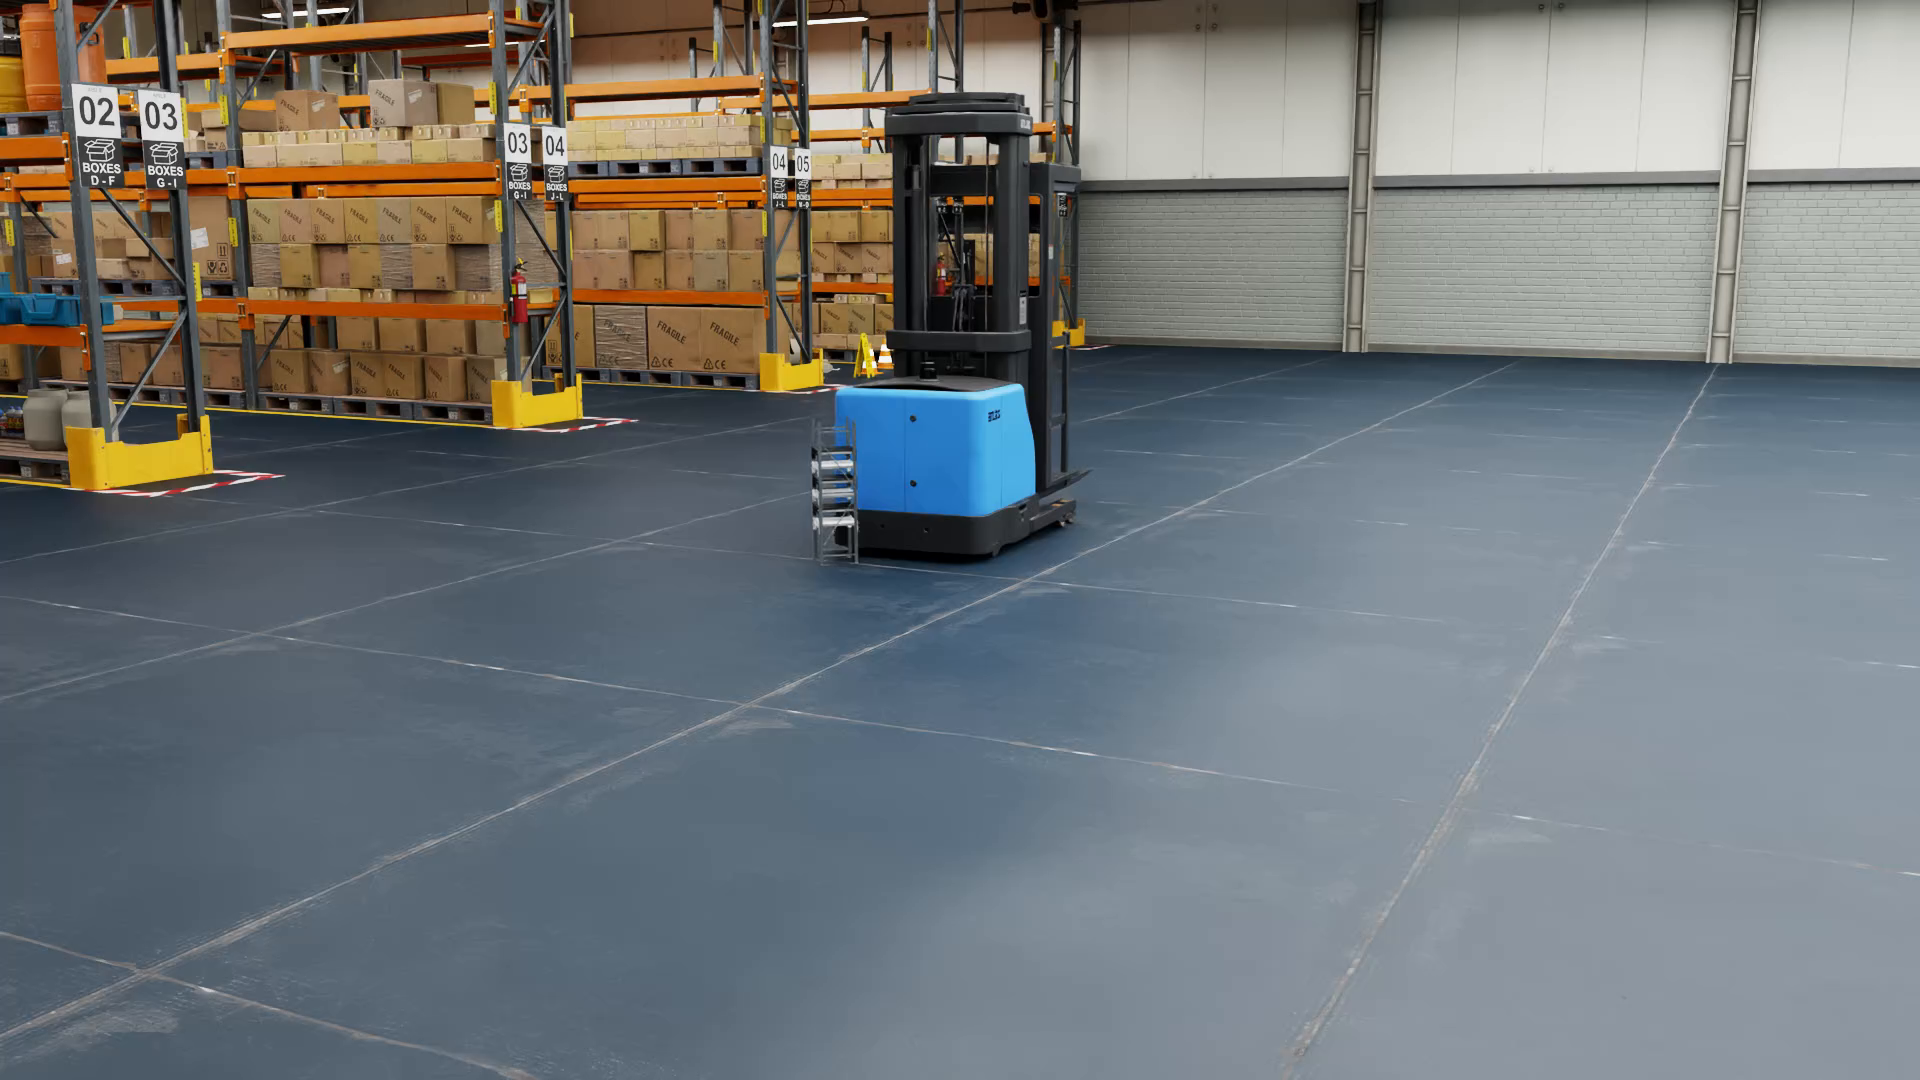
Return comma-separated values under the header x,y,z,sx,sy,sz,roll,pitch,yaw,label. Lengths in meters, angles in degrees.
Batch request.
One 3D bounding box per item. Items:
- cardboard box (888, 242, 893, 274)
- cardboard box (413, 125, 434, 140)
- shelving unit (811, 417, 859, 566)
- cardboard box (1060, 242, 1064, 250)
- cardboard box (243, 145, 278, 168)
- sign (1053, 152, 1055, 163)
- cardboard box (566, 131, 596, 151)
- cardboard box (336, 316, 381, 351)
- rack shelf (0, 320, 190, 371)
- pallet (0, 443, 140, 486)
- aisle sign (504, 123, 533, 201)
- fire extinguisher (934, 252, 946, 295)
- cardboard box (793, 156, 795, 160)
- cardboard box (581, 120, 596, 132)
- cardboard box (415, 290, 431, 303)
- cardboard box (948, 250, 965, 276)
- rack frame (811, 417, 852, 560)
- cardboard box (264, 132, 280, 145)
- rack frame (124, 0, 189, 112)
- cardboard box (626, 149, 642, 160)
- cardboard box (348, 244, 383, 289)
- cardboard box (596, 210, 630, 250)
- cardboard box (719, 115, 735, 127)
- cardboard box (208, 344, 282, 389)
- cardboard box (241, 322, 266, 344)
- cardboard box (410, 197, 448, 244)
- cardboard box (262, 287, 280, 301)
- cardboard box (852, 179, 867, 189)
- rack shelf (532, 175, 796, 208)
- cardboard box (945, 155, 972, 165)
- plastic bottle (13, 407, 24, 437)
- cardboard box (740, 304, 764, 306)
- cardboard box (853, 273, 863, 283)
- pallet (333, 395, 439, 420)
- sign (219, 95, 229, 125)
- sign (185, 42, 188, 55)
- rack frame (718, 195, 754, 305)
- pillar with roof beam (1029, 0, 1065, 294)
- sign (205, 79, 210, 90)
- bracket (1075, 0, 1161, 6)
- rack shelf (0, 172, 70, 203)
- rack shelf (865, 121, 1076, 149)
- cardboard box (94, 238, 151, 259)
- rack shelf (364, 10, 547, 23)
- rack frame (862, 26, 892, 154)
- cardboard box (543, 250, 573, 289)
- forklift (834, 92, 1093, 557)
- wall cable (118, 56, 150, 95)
x,y,z,sx,sy,sz,roll,pitch,yaw,label
-0.824,-4.552,26.844,0.500,0.500,0.500,5,11,25,cardboard box
-5.698,-4.405,18.025,0.250,0.149,0.380,5,11,26,cardboard box
-0.782,-0.304,10.381,0.258,0.900,0.210,-3,11,-15,shelving unit
1.788,-5.587,31.578,0.250,0.149,0.380,5,11,24,cardboard box
-7.897,-4.416,19.207,0.500,0.250,0.500,5,11,24,cardboard box
1.725,-6.938,30.456,0.005,0.325,0.100,5,11,26,sign
-5.134,-5.556,23.211,0.500,0.250,0.500,5,11,25,cardboard box
-8.983,-3.227,25.776,0.750,0.750,1.050,5,11,25,cardboard box
-8.585,-1.788,14.705,4.000,0.370,1.077,5,11,26,rack shelf
-7.607,-0.675,14.369,1.213,0.211,1.003,5,11,26,pallet
-4.677,-4.002,17.618,0.004,0.787,0.394,5,11,26,aisle sign
-0.317,-4.237,26.437,0.183,0.674,0.296,5,11,26,fire extinguisher
-2.717,-6.266,27.475,0.250,0.149,0.380,5,11,24,cardboard box
-5.042,-5.732,23.064,0.250,0.149,0.380,5,11,25,cardboard box
-5.841,-2.721,18.546,0.250,0.149,0.380,5,11,26,cardboard box
0.043,-5.317,31.908,0.500,0.500,0.500,5,11,26,cardboard box
-0.808,-0.322,10.478,0.240,0.900,0.006,-3,11,-15,rack frame
-7.763,-4.604,19.124,0.250,0.149,0.380,4,11,23,cardboard box
-13.076,-7.457,27.165,0.127,3.000,1.000,5,11,26,rack frame
-4.362,-5.280,22.804,0.250,0.149,0.380,5,11,27,cardboard box
-6.455,-3.126,18.965,0.500,0.500,0.875,5,11,26,cardboard box
-4.618,-4.356,23.422,0.550,0.550,0.875,5,11,26,cardboard box
-2.991,-5.552,22.069,0.250,0.149,0.380,5,11,26,cardboard box
-8.729,-2.129,20.352,0.500,0.500,0.700,4,11,21,cardboard box
-11.141,-3.257,26.643,0.500,0.500,0.500,4,11,23,cardboard box
-5.654,-3.505,18.251,0.500,0.500,0.500,5,11,26,cardboard box
-7.909,-2.880,19.426,0.250,0.149,0.380,5,11,26,cardboard box
-1.562,-5.777,27.011,0.250,0.149,0.380,5,11,25,cardboard box
-4.109,-4.839,23.142,4.000,0.370,1.077,5,11,26,rack shelf
0.091,-7.078,31.746,0.637,0.503,0.797,5,12,28,cardboard box
-8.587,-1.078,15.188,0.097,0.271,0.097,0,10,0,plastic bottle
-3.393,-3.806,28.273,0.500,0.500,0.500,6,12,29,cardboard box
-1.554,-4.313,27.346,0.250,0.149,0.380,5,11,27,cardboard box
-6.471,-1.575,19.340,1.213,0.211,1.003,5,11,26,pallet
-8.430,-4.926,19.043,0.005,0.325,0.100,5,11,26,sign
-12.836,-8.084,27.559,0.005,0.325,0.100,5,11,26,sign
-3.803,-4.673,28.628,0.127,3.000,1.000,5,11,26,rack frame
-0.153,-7.614,28.033,0.548,9.000,9.100,5,11,26,pillar with roof beam
-14.815,-9.020,32.734,0.005,0.325,0.100,5,11,26,sign
4.293,-9.779,29.888,4.783,0.066,0.076,5,11,26,bracket
-13.568,-4.685,22.292,4.000,0.370,1.077,5,11,26,rack shelf
0.184,-7.710,31.704,4.000,0.370,1.077,5,11,26,rack shelf
-10.728,-3.597,21.223,0.500,0.500,0.700,7,12,34,cardboard box
-9.183,-9.379,30.474,4.000,0.370,1.077,5,11,26,rack shelf
-1.610,-8.418,32.475,0.127,3.000,1.000,5,11,26,rack frame
-5.566,-3.921,24.052,0.550,0.550,0.875,5,11,26,cardboard box
0.192,-1.559,11.616,1.130,2.935,3.031,4,11,21,forklift
-18.188,-9.554,38.647,0.133,3.039,2.988,5,11,26,wall cable
